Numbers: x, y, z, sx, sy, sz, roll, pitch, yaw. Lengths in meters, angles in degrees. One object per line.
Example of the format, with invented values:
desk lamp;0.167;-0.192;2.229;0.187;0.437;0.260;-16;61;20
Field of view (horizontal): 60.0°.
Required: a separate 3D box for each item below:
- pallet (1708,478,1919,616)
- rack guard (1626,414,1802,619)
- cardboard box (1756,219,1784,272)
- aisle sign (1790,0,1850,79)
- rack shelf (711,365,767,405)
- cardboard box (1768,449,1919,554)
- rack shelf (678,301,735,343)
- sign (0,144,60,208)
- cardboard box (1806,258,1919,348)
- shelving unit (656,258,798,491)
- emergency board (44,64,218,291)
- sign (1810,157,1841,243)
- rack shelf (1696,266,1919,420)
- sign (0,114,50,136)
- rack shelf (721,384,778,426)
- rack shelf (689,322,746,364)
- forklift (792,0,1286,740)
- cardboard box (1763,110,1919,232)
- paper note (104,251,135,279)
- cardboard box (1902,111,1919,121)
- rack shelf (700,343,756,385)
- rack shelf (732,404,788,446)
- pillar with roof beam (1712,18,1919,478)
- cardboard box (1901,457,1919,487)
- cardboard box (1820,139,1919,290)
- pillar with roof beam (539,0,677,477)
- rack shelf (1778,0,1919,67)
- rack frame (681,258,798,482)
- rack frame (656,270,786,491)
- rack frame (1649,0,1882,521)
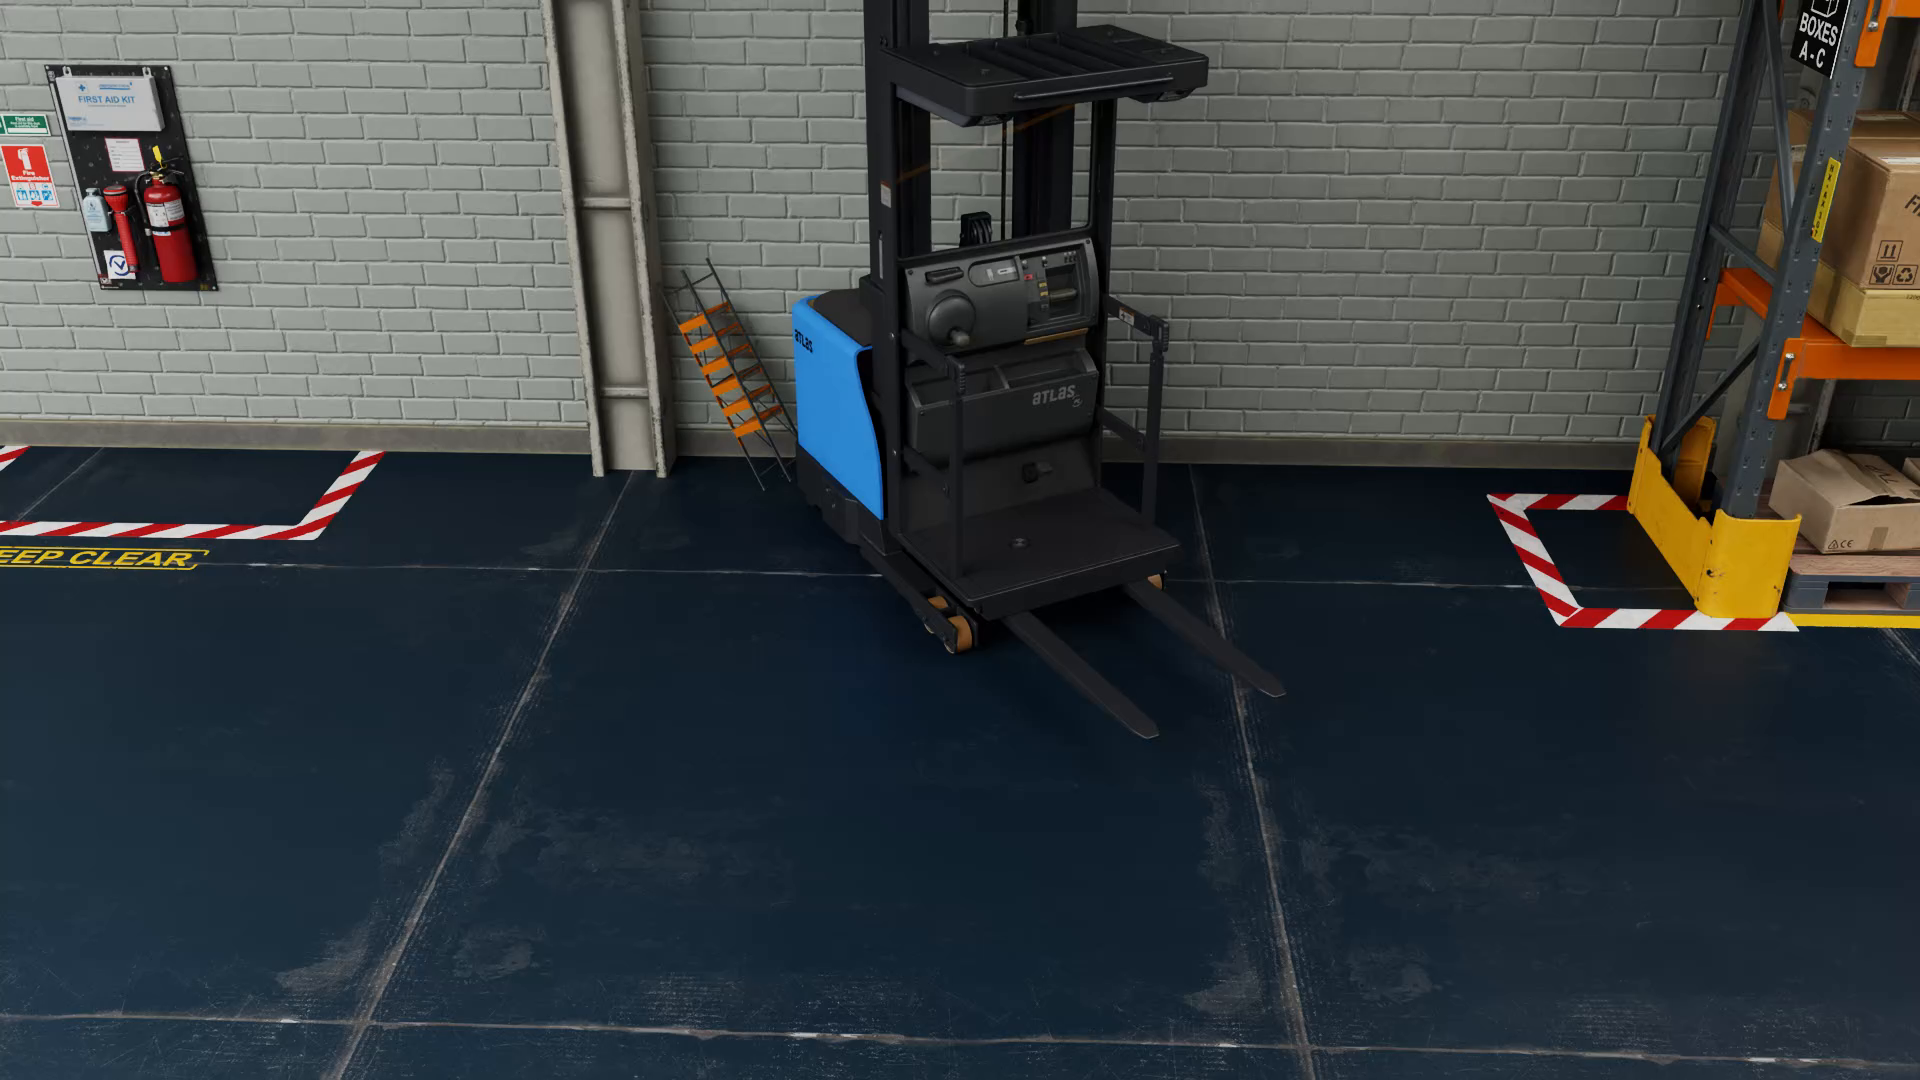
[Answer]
pallet;4.396;0.020;7.987;1.213;0.211;1.003;1;28;2
rack guard;3.585;-0.138;7.976;0.348;0.500;1.175;1;28;2
cardboard box;3.983;-1.269;7.580;0.500;0.250;0.500;1;28;3
aisle sign;3.427;-2.253;6.521;0.004;0.787;0.394;1;28;2
rack shelf;-1.142;-0.815;8.646;0.180;0.103;0.258;-17;16;34
cardboard box;4.198;-0.196;7.818;0.500;0.311;0.500;-2;28;-4
rack shelf;-1.297;-1.129;8.562;0.180;0.103;0.258;-17;16;34
sign;-4.774;-1.868;8.532;0.234;0.329;0.001;1;28;2
cardboard box;3.986;-1.029;7.127;0.500;0.250;0.500;0;28;0
shelving unit;-1.161;-0.854;8.636;0.189;1.200;0.258;-17;16;34
emergency board;-4.225;-1.794;8.432;0.643;1.169;0.194;1;28;2
sign;3.490;-1.372;6.711;0.005;0.325;0.100;1;28;2
rack shelf;5.508;-0.892;7.499;4.000;0.370;1.077;1;28;2
sign;-4.770;-2.097;8.400;0.331;0.109;0.001;1;28;2
rack shelf;-1.091;-0.711;8.674;0.180;0.103;0.258;-17;16;34
rack shelf;-1.245;-1.025;8.590;0.180;0.103;0.258;-17;16;34
forklift;0.293;-1.038;7.078;1.130;2.935;3.031;-14;31;-25
cardboard box;3.988;-1.609;7.420;0.500;0.500;0.500;1;28;1
paper note;-4.400;-1.440;8.705;0.142;0.148;0.016;1;28;2
cardboard box;4.491;-1.596;7.396;0.500;0.500;0.500;1;28;2
rack shelf;-1.194;-0.920;8.618;0.180;0.103;0.258;-17;16;34
rack shelf;-1.039;-0.606;8.702;0.180;0.103;0.258;-17;16;34
pillar with roof beam;4.088;-2.272;2.928;0.400;9.000;9.100;1;28;2
cardboard box;4.767;-0.187;7.800;0.500;0.311;0.500;3;28;6
cardboard box;3.976;-1.369;6.967;0.500;0.500;0.500;1;28;2
pillar with roof beam;-1.909;-2.371;3.115;0.400;9.000;9.100;1;28;2
rack shelf;5.508;-2.218;6.796;4.000;0.370;1.077;1;28;2
rack frame;-1.088;-0.877;8.585;0.006;1.200;0.240;-17;16;34
rack frame;-1.234;-0.832;8.686;0.006;1.200;0.240;-17;16;34
rack frame;3.509;-1.243;7.393;0.127;3.000;1.000;1;28;2
